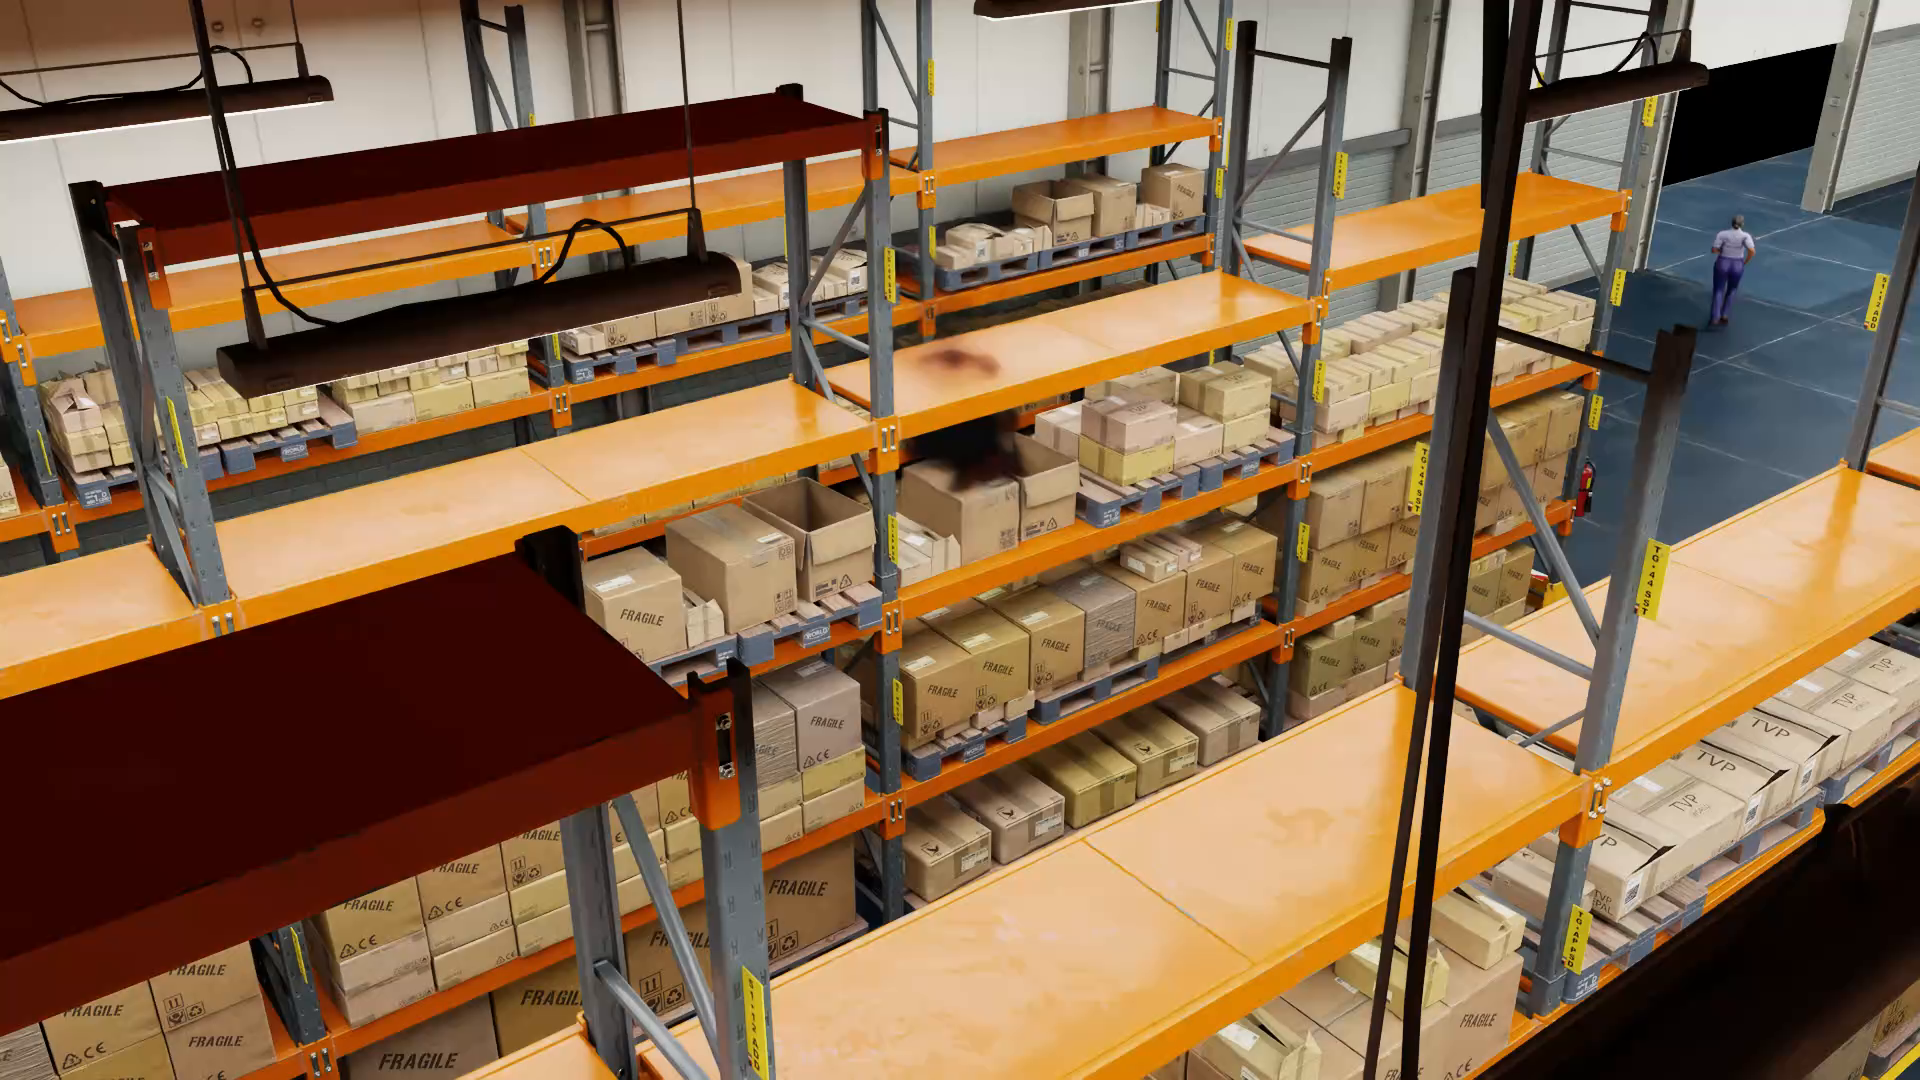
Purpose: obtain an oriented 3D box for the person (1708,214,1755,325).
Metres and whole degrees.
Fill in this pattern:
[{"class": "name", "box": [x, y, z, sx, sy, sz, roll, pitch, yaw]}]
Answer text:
[{"class": "person", "box": [11.202, -3.901, 24.265, 0.590, 1.719, 0.678, 11, 28, 21]}]
